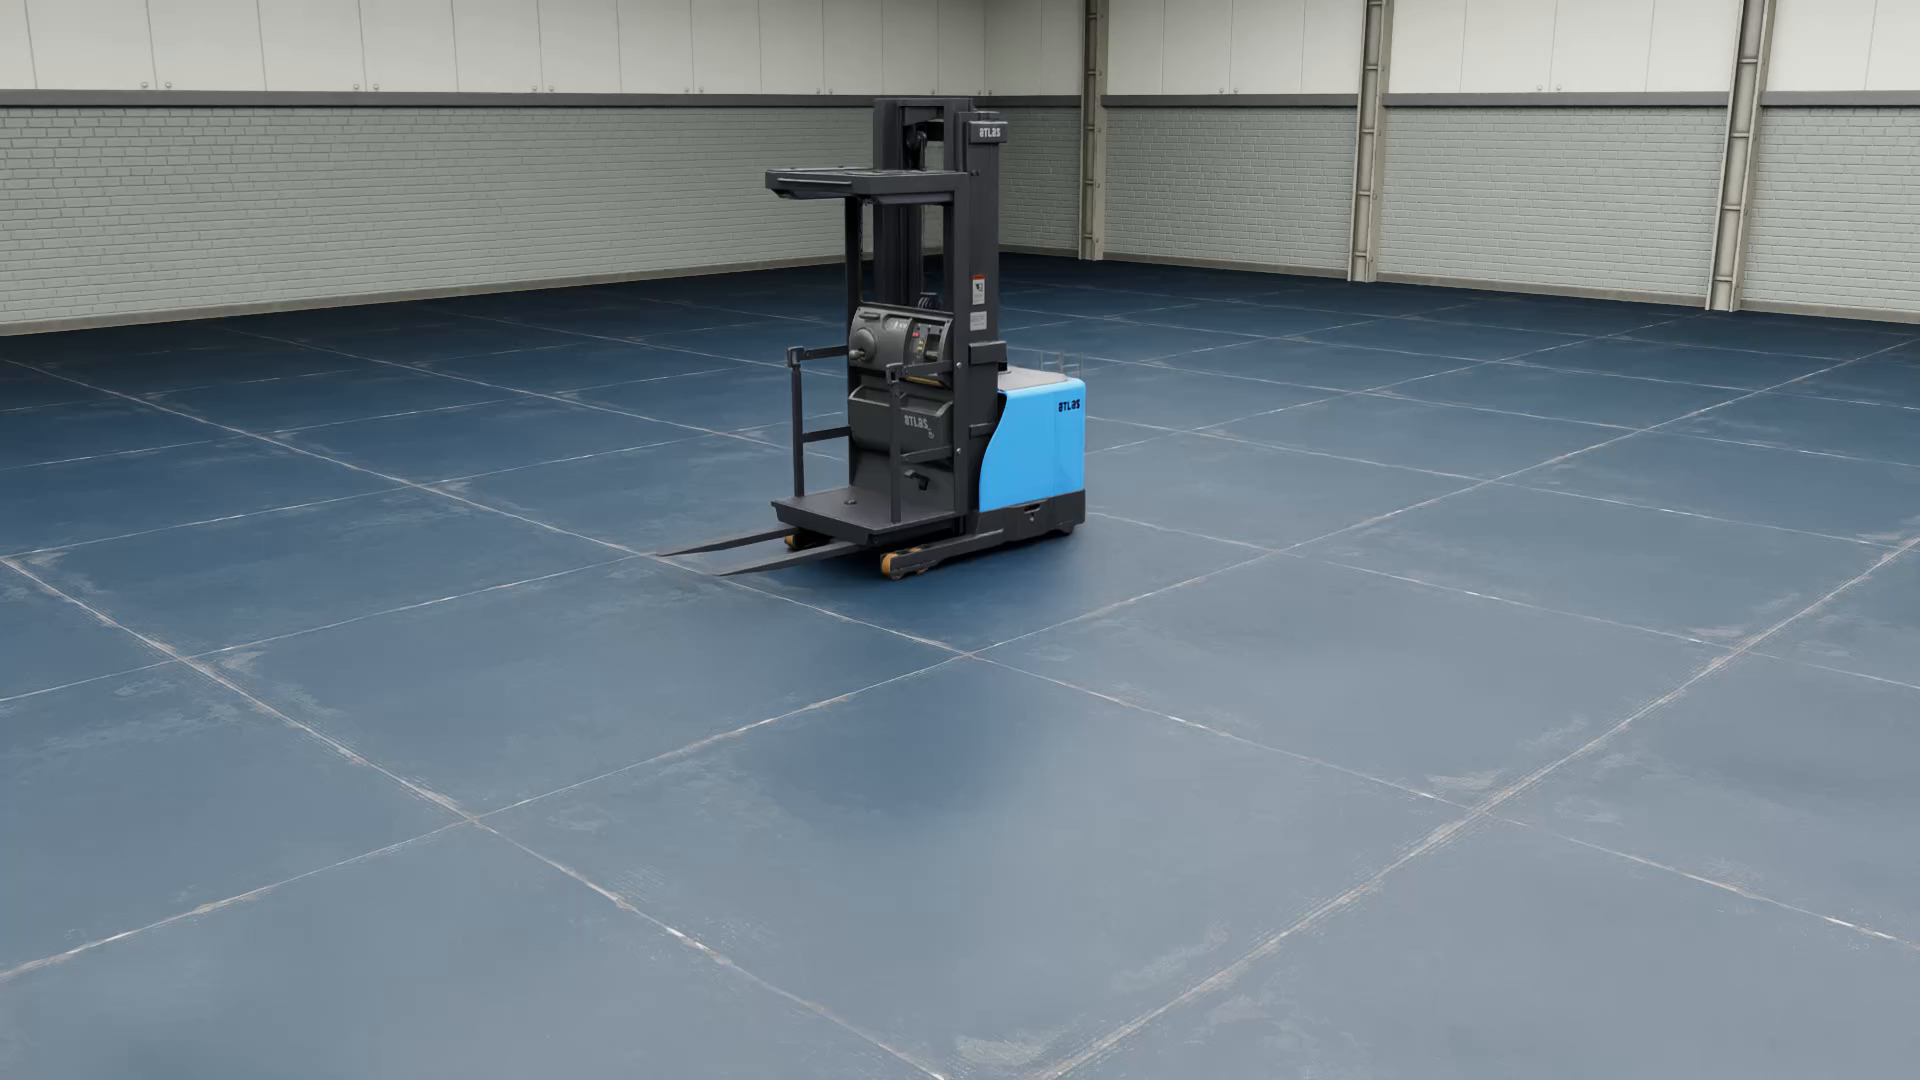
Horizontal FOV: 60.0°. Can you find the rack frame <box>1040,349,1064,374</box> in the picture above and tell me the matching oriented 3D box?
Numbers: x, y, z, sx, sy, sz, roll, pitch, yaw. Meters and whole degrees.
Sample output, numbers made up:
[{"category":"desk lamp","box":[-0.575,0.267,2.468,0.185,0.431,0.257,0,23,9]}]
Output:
[{"category":"rack frame","box":[0.655,-0.770,12.009,0.240,1.200,0.006,-13,20,-41]}]

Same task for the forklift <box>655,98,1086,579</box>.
[{"category":"forklift","box":[-0.545,-1.318,10.676,3.031,2.935,1.130,-13,20,-41]}]

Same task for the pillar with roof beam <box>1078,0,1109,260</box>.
[{"category":"pillar with roof beam","box":[-0.429,-9.057,28.345,0.400,9.000,9.100,14,20,42]}]

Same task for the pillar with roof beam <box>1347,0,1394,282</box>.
[{"category":"pillar with roof beam","box":[3.891,-8.007,24.315,0.400,9.000,9.100,14,20,42]}]

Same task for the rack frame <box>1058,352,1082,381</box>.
[{"category":"rack frame","box":[0.779,-0.737,11.879,0.240,1.200,0.006,-13,20,-41]}]

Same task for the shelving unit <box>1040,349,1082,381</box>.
[{"category":"shelving unit","box":[0.717,-0.753,11.944,0.258,1.200,0.189,-13,20,-41]}]

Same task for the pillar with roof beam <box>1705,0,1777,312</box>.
[{"category":"pillar with roof beam","box":[8.210,-6.957,20.285,0.400,9.000,9.100,14,20,42]}]
